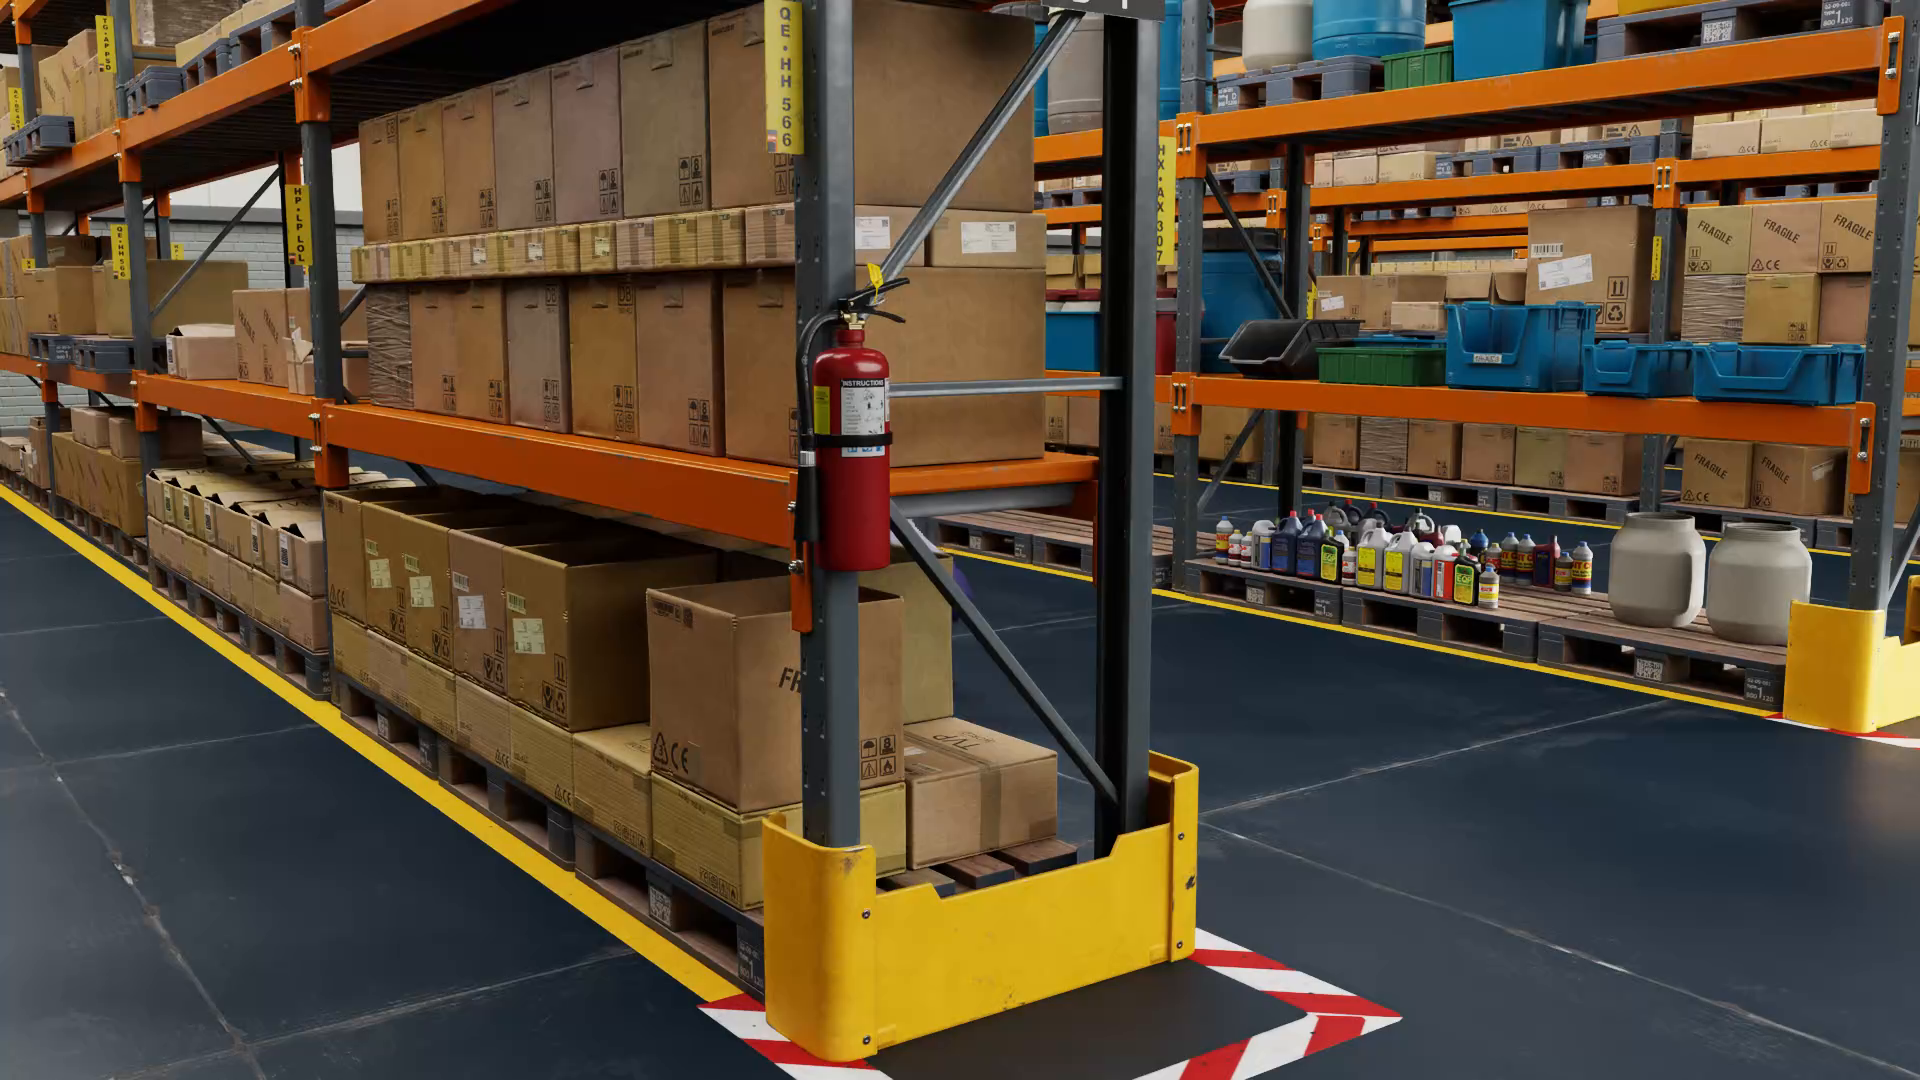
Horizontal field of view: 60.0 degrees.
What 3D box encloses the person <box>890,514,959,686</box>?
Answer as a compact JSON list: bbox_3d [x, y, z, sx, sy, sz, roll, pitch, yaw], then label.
[{"bbox_3d":[-0.289,-0.145,7.443,0.434,1.646,0.499,-6,10,-36],"label":"person"}]
